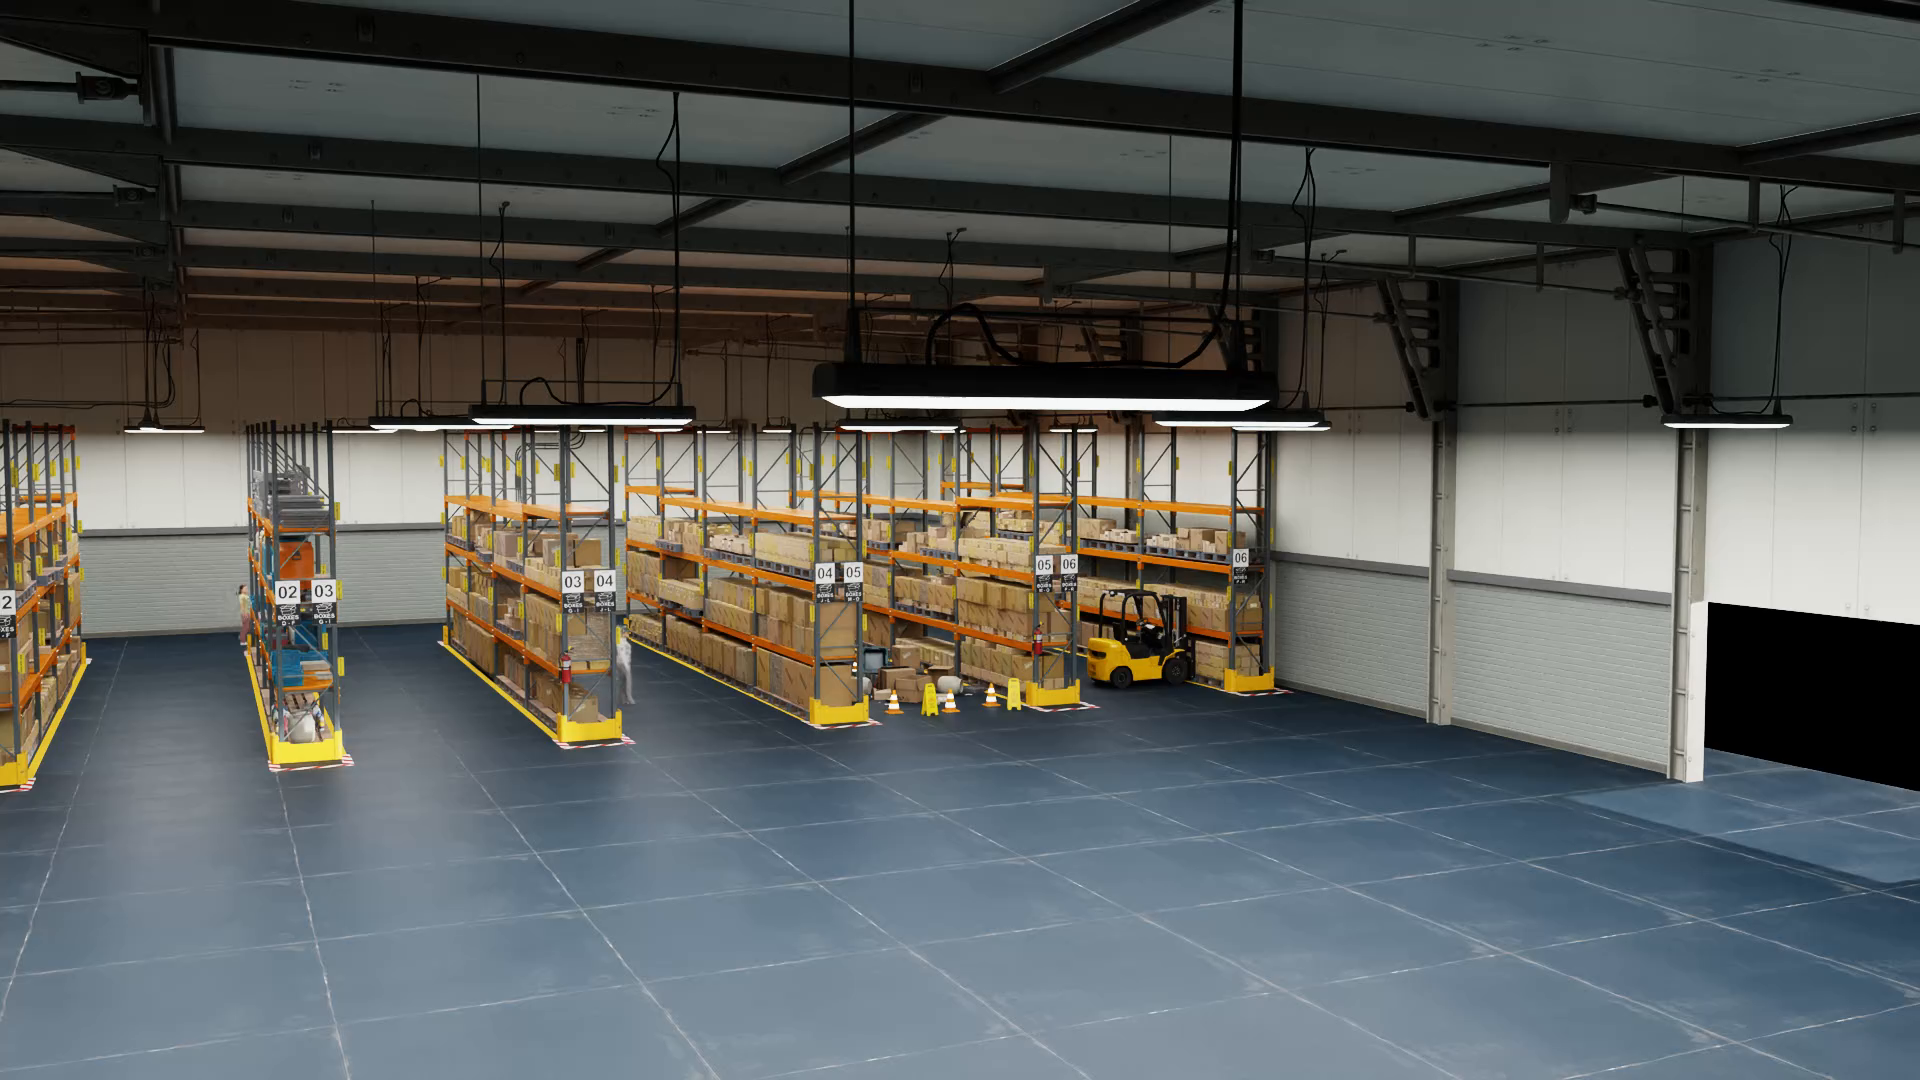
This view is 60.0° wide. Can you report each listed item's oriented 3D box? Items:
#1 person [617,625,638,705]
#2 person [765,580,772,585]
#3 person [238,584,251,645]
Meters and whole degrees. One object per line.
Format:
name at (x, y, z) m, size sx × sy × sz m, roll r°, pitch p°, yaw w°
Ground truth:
person at (-7.123, 2.675, 35.666) m, size 0.541 × 1.707 × 0.493 m, roll 0°, pitch 4°, yaw 6°
person at (-5.458, 1.944, 47.662) m, size 0.491 × 1.604 × 0.335 m, roll 3°, pitch 4°, yaw 37°
person at (-19.454, 2.035, 45.383) m, size 0.468 × 1.658 × 0.461 m, roll -1°, pitch 4°, yaw -12°
